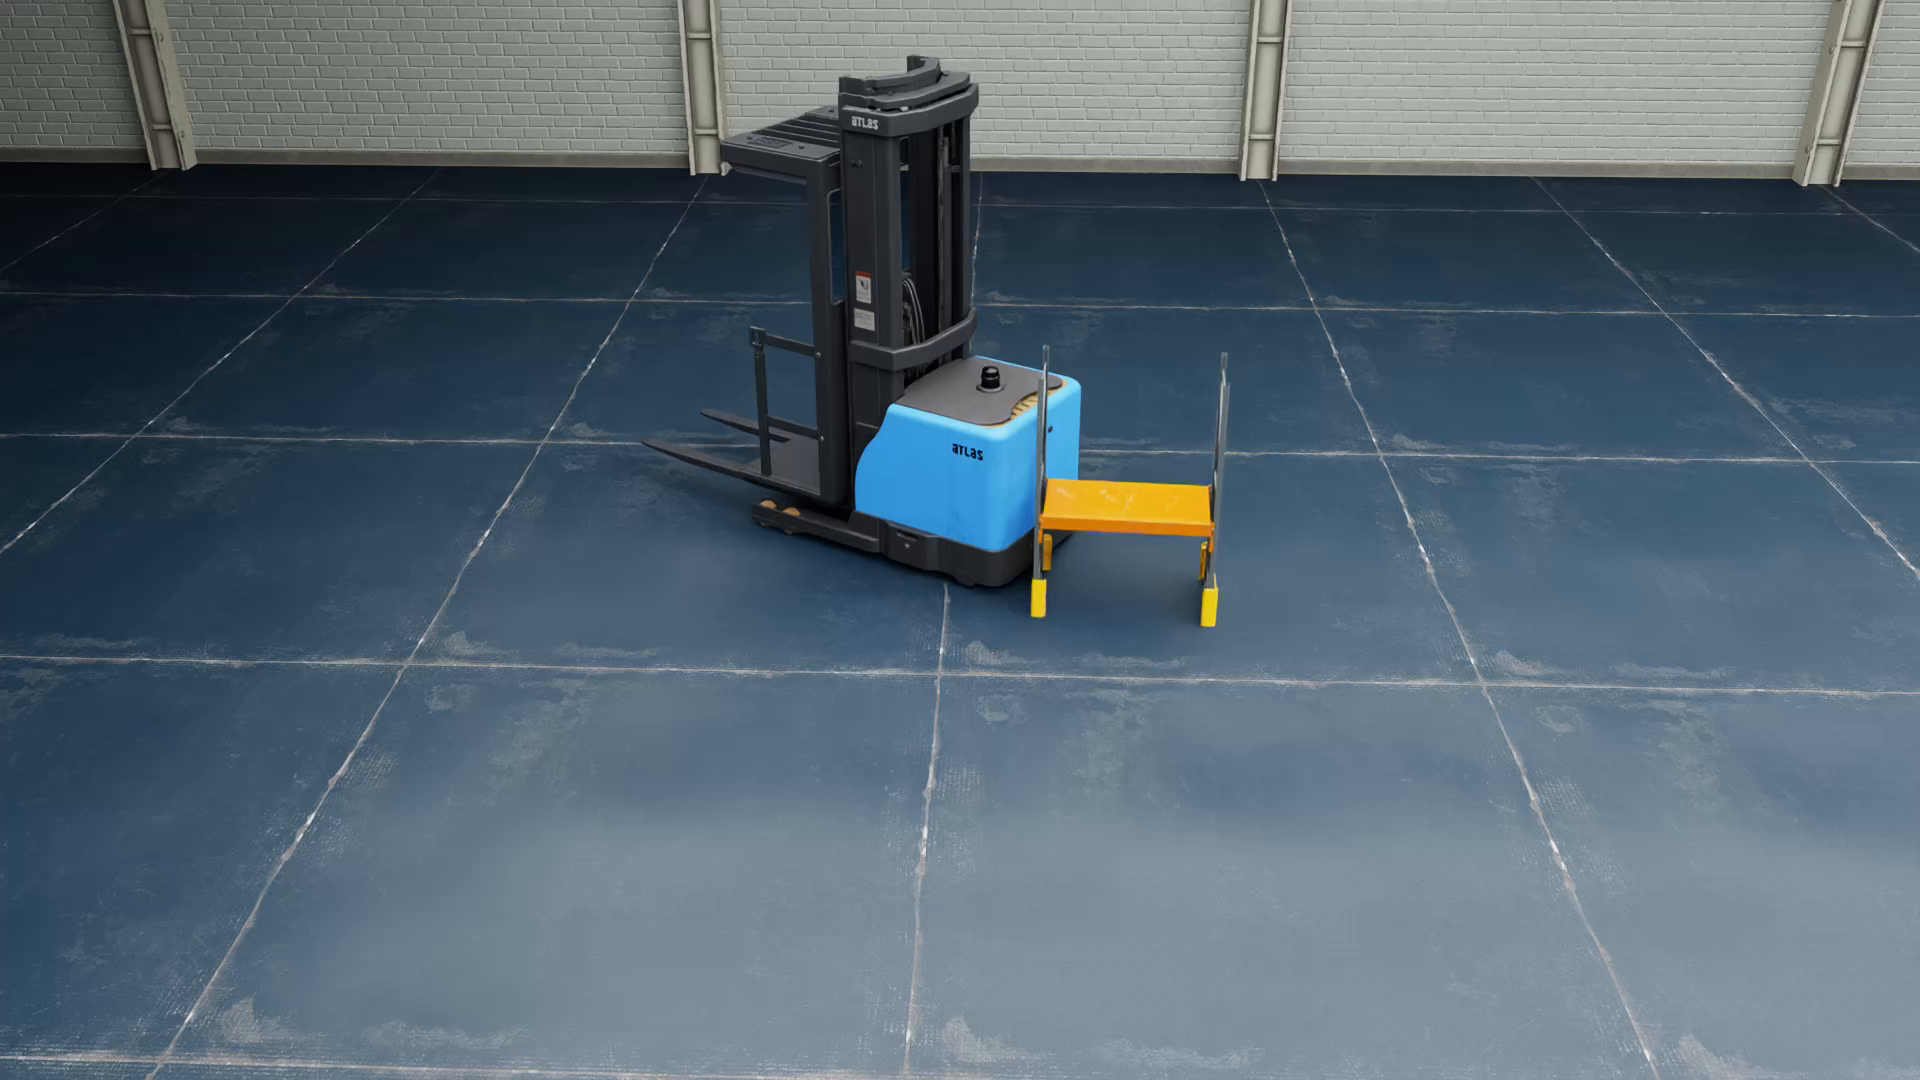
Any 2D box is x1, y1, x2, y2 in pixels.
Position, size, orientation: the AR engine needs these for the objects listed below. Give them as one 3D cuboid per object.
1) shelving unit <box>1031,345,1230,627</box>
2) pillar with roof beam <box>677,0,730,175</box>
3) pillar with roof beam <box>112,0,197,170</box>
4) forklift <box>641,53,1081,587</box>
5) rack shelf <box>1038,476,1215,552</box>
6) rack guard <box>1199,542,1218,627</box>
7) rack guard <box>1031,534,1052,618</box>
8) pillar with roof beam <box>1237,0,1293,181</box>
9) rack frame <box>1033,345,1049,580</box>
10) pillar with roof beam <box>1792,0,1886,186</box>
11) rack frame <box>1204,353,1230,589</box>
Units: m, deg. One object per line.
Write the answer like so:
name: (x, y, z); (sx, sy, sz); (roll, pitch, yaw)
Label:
shelving unit: (0.986, -0.316, 9.670); (1.083, 1.500, 0.587); (3, 28, 6)
pillar with roof beam: (-2.906, -6.028, 12.439); (0.400, 9.000, 9.100); (1, 28, 2)
pillar with roof beam: (-8.902, -6.127, 12.626); (0.400, 9.000, 9.100); (1, 28, 2)
forklift: (-0.753, -1.524, 10.420); (3.031, 2.935, 1.130); (17, 32, 29)
rack shelf: (0.977, -0.157, 9.755); (1.000, 0.185, 0.538); (3, 28, 6)
rack guard: (1.481, 0.262, 9.915); (0.087, 0.250, 0.587); (3, 28, 6)
rack guard: (0.491, 0.211, 10.010); (0.087, 0.250, 0.587); (3, 28, 6)
pillar with roof beam: (3.091, -5.929, 12.252); (0.400, 9.000, 9.100); (1, 28, 2)
rack frame: (0.472, -0.342, 9.719); (0.032, 1.500, 0.500); (3, 28, 6)
pillar with roof beam: (9.087, -5.830, 12.065); (0.400, 9.000, 9.100); (1, 28, 2)
rack frame: (1.482, -0.290, 9.622); (0.032, 1.500, 0.500); (3, 28, 6)
